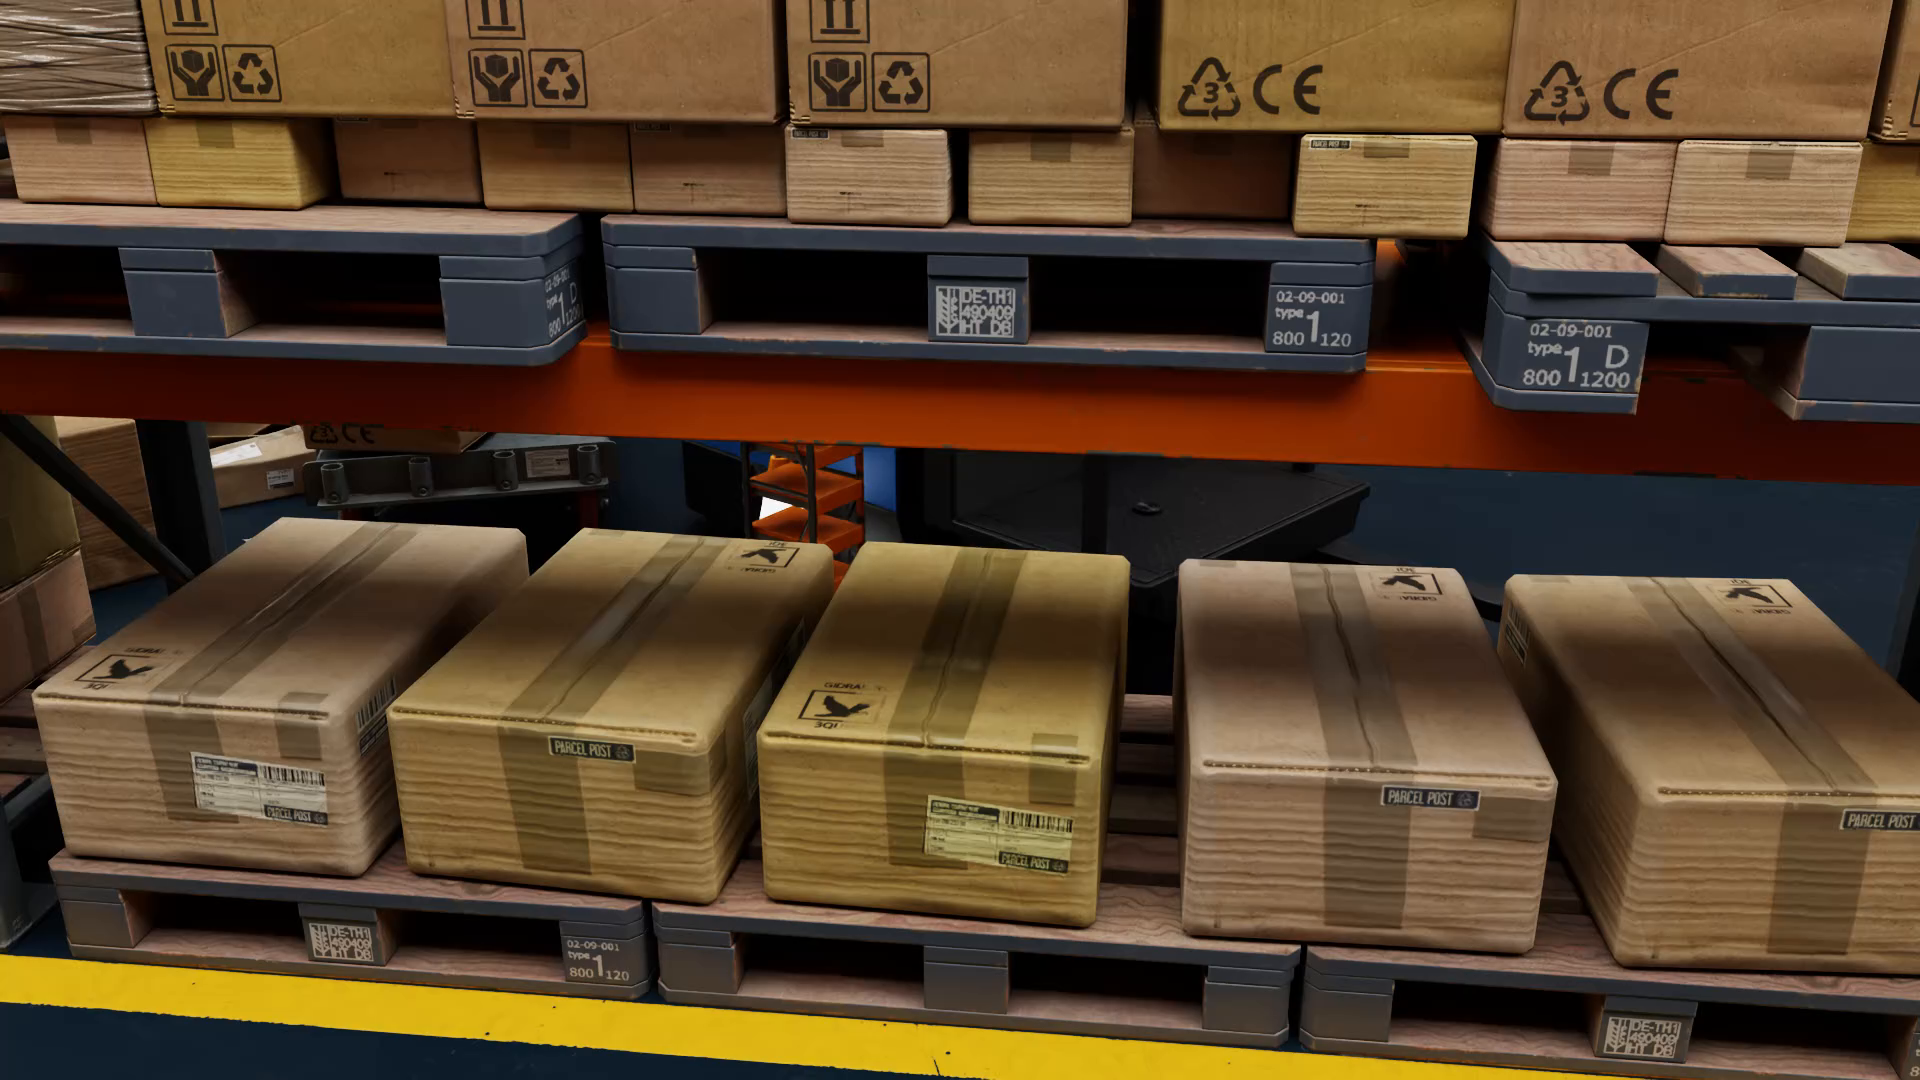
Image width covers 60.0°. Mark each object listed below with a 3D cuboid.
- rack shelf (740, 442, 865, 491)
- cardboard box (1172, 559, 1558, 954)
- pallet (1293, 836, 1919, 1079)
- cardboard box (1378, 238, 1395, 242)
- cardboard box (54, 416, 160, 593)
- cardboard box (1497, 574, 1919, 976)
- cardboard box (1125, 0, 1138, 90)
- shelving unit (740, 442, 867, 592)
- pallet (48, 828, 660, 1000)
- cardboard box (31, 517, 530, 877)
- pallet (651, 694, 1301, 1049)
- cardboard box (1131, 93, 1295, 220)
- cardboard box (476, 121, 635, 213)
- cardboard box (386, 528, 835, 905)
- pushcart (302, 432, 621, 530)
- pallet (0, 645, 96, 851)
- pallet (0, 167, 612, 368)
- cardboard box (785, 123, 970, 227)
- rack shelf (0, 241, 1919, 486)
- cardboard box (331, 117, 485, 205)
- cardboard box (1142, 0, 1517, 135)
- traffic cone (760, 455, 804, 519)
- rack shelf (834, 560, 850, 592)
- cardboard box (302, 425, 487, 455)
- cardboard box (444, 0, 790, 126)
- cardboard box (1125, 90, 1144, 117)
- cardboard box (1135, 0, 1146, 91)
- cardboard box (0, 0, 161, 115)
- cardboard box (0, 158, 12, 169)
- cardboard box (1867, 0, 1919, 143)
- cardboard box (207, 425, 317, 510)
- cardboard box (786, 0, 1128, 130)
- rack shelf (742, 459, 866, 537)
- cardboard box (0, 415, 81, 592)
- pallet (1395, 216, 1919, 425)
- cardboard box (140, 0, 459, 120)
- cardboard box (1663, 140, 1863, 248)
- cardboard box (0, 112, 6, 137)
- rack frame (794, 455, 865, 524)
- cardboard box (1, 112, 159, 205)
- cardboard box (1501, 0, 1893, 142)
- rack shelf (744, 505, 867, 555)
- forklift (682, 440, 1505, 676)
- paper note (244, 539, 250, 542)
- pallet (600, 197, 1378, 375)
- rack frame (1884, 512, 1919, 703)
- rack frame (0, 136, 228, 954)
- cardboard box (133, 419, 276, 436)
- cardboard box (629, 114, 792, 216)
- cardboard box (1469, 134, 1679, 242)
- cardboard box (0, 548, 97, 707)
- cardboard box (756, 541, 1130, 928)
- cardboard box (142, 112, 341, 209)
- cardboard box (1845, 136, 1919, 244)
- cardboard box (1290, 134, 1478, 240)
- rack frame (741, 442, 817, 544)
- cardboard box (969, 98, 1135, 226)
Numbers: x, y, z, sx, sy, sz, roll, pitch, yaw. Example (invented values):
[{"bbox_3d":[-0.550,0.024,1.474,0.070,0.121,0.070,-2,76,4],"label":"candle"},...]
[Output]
[{"bbox_3d":[-0.395,-0.221,4.160,0.258,0.103,0.180,15,26,34],"label":"rack shelf"},{"bbox_3d":[0.761,0.393,3.368,0.625,0.372,0.950,2,22,5],"label":"cardboard box"},{"bbox_3d":[1.279,0.686,3.418,1.213,0.211,1.003,2,22,6],"label":"pallet"},{"bbox_3d":[1.943,-1.596,7.887,0.750,0.750,1.050,2,22,6],"label":"cardboard box"},{"bbox_3d":[-2.822,-0.131,5.089,0.500,0.500,0.500,-19,28,-40],"label":"cardboard box"},{"bbox_3d":[1.495,0.422,3.295,0.625,0.372,0.950,1,22,3],"label":"cardboard box"},{"bbox_3d":[0.093,-1.126,3.095,0.500,0.500,0.500,2,22,4],"label":"cardboard box"},{"bbox_3d":[-0.395,-0.150,4.188,0.258,1.200,0.189,15,26,34],"label":"shelving unit"},{"bbox_3d":[-1.144,0.580,3.685,1.213,0.211,1.003,2,22,6],"label":"pallet"},{"bbox_3d":[-1.396,0.299,3.607,0.625,0.372,0.950,3,22,7],"label":"cardboard box"},{"bbox_3d":[0.071,0.632,3.553,1.213,0.211,1.003,2,22,6],"label":"pallet"},{"bbox_3d":[0.412,-0.640,2.750,0.250,0.149,0.380,3,22,7],"label":"cardboard box"},{"bbox_3d":[-0.618,-0.664,2.810,0.250,0.149,0.380,3,22,7],"label":"cardboard box"},{"bbox_3d":[-0.682,0.329,3.531,0.625,0.372,0.950,4,22,10],"label":"cardboard box"},{"bbox_3d":[-1.699,-0.365,5.849,0.936,0.377,1.648,-5,22,-12],"label":"pushcart"},{"bbox_3d":[-2.589,0.531,3.809,1.213,0.211,1.003,2,22,6],"label":"pallet"},{"bbox_3d":[-1.176,-0.574,3.073,1.213,0.211,1.003,2,22,6],"label":"pallet"},{"bbox_3d":[-0.115,-0.622,2.704,0.250,0.149,0.380,3,22,8],"label":"cardboard box"},{"bbox_3d":[0.069,-0.328,3.169,4.000,0.370,1.077,2,22,6],"label":"rack shelf"},{"bbox_3d":[-0.869,-0.690,2.877,0.250,0.149,0.380,4,22,10],"label":"cardboard box"},{"bbox_3d":[0.554,-0.915,2.561,0.500,0.500,0.500,1,22,3],"label":"cardboard box"},{"bbox_3d":[-0.521,-0.027,4.879,0.334,0.463,0.336,2,22,6],"label":"traffic cone"},{"bbox_3d":[-0.395,0.114,4.292,0.258,0.103,0.180,15,26,34],"label":"rack shelf"},{"bbox_3d":[-1.738,-0.590,5.223,0.500,0.500,0.500,2,22,6],"label":"cardboard box"},{"bbox_3d":[-0.499,-0.957,2.668,0.500,0.500,0.500,2,22,6],"label":"cardboard box"},{"bbox_3d":[0.406,-0.789,3.127,0.250,0.149,0.380,3,22,8],"label":"cardboard box"},{"bbox_3d":[0.589,-1.101,3.033,0.500,0.500,0.500,3,22,7],"label":"cardboard box"},{"bbox_3d":[-1.486,-1.005,2.789,0.500,0.500,0.500,3,22,8],"label":"cardboard box"},{"bbox_3d":[-2.193,-0.763,3.633,0.250,0.149,0.380,2,22,6],"label":"cardboard box"},{"bbox_3d":[1.570,-0.875,2.461,0.500,0.500,0.500,2,22,5],"label":"cardboard box"},{"bbox_3d":[-2.474,-0.297,5.830,0.396,0.266,0.258,-14,25,-31],"label":"cardboard box"},{"bbox_3d":[0.012,-0.939,2.622,0.500,0.500,0.500,2,22,4],"label":"cardboard box"},{"bbox_3d":[-0.395,-0.109,4.204,0.258,0.103,0.180,15,26,34],"label":"rack shelf"},{"bbox_3d":[-2.472,-0.139,3.860,0.500,0.500,0.500,4,22,9],"label":"cardboard box"},{"bbox_3d":[1.334,-0.479,2.833,1.003,0.211,1.213,2,22,6],"label":"pallet"},{"bbox_3d":[-0.988,-0.983,2.735,0.500,0.500,0.500,3,22,6],"label":"cardboard box"},{"bbox_3d":[1.171,-0.563,2.554,0.250,0.149,0.380,2,22,6],"label":"cardboard box"},{"bbox_3d":[-2.322,-1.055,3.488,0.500,0.500,0.500,2,22,6],"label":"cardboard box"},{"bbox_3d":[-0.340,-0.177,4.256,0.240,1.200,0.006,15,26,34],"label":"rack frame"},{"bbox_3d":[-1.406,-0.689,2.873,0.250,0.149,0.380,3,22,7],"label":"cardboard box"},{"bbox_3d":[1.056,-0.893,2.507,0.500,0.500,0.500,2,22,5],"label":"cardboard box"},{"bbox_3d":[-0.395,0.003,4.248,0.258,0.103,0.180,15,26,34],"label":"rack shelf"},{"bbox_3d":[0.497,-1.174,4.423,3.031,2.935,1.130,19,29,40],"label":"forklift"},{"bbox_3d":[-2.243,-0.015,5.435,0.142,0.019,0.148,2,22,6],"label":"paper note"},{"bbox_3d":[0.084,-0.558,3.032,1.213,0.211,1.003,2,22,6],"label":"pallet"},{"bbox_3d":[2.055,-0.576,2.818,0.127,3.000,1.000,2,22,6],"label":"rack frame"},{"bbox_3d":[-1.918,-0.750,3.256,0.127,3.000,1.000,2,22,6],"label":"rack frame"},{"bbox_3d":[-2.918,-0.636,6.179,0.503,0.637,0.797,2,22,6],"label":"cardboard box"},{"bbox_3d":[-0.373,-0.653,2.781,0.250,0.149,0.380,3,22,7],"label":"cardboard box"},{"bbox_3d":[0.922,-0.577,2.589,0.250,0.149,0.380,1,22,4],"label":"cardboard box"},{"bbox_3d":[-2.472,0.210,3.998,0.500,0.250,0.500,2,22,4],"label":"cardboard box"},{"bbox_3d":[0.009,0.358,3.457,0.625,0.372,0.950,3,22,8],"label":"cardboard box"},{"bbox_3d":[-1.159,-0.675,2.837,0.250,0.149,0.380,3,22,7],"label":"cardboard box"},{"bbox_3d":[1.427,-0.568,2.568,0.250,0.149,0.380,3,22,7],"label":"cardboard box"},{"bbox_3d":[0.647,-0.584,2.606,0.250,0.149,0.380,3,22,7],"label":"cardboard box"},{"bbox_3d":[-0.449,-0.123,4.120,0.240,1.200,0.006,15,26,34],"label":"rack frame"},{"bbox_3d":[0.153,-0.621,2.702,0.250,0.149,0.380,2,22,5],"label":"cardboard box"}]
